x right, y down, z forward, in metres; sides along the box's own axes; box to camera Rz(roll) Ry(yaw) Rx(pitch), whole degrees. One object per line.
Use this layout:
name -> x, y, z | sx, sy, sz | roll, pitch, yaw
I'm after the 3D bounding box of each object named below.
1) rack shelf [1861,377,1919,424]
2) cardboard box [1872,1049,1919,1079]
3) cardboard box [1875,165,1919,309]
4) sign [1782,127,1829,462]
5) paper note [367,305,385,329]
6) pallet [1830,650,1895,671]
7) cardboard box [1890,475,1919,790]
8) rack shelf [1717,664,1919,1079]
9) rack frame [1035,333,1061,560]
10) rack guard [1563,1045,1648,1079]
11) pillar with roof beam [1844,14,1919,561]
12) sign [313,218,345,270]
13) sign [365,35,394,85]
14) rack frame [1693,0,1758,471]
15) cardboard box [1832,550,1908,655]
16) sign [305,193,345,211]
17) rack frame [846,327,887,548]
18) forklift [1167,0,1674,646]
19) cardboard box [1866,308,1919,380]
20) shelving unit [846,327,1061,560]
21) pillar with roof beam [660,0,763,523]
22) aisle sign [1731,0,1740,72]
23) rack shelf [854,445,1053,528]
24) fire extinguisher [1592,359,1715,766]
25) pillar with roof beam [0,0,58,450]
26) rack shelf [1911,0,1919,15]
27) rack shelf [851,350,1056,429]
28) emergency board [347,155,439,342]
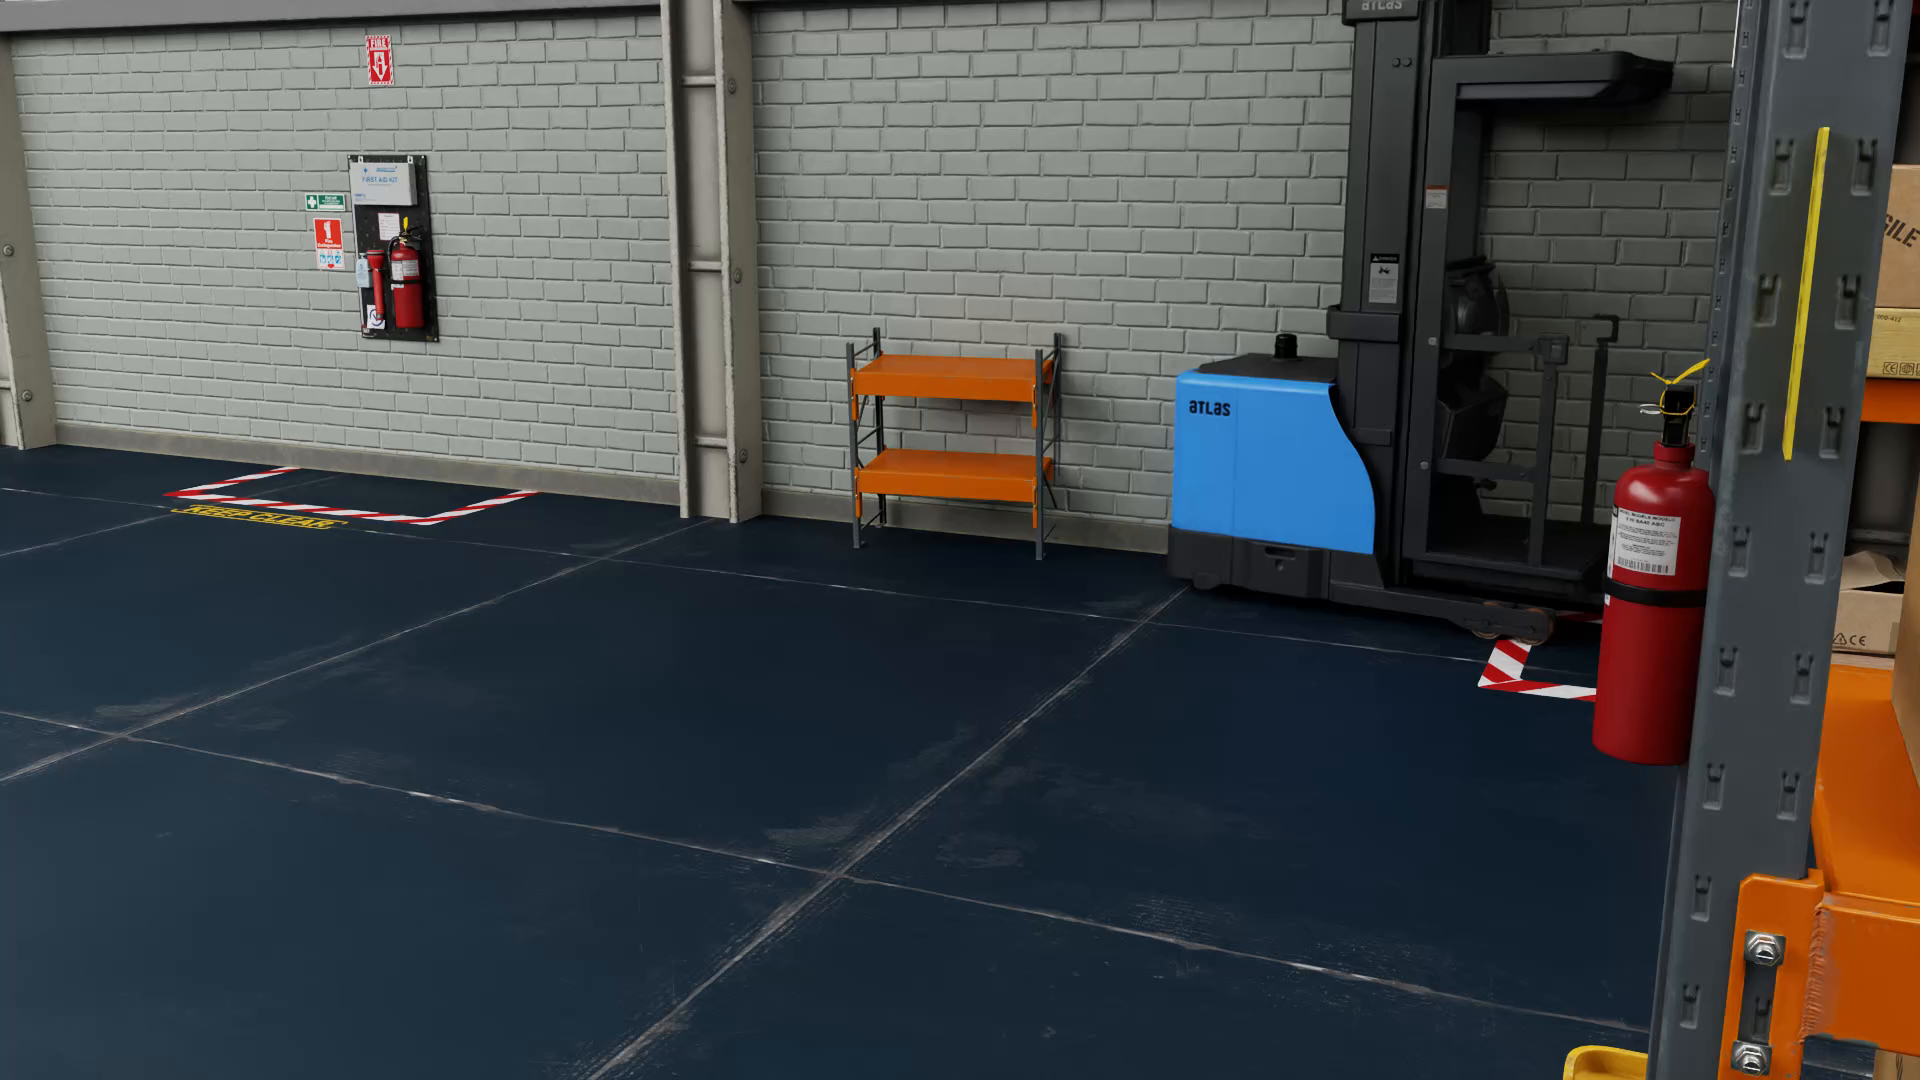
rack shelf -> 4.912, -0.402, 5.977 | 4.000, 0.370, 1.077 | 6, 14, 23
cardboard box -> 1.691, 0.854, 2.507 | 0.500, 0.500, 0.500 | 6, 14, 23
cardboard box -> 3.398, -1.132, 6.157 | 0.500, 0.500, 0.500 | 6, 14, 23
sign -> 0.850, -0.247, 1.673 | 0.005, 0.325, 0.100 | 6, 14, 23
paper note -> -3.790, -1.447, 10.784 | 0.142, 0.148, 0.016 | 6, 14, 23
pallet -> 3.881, 0.510, 6.621 | 1.213, 0.211, 1.003 | 6, 14, 23
cardboard box -> 1.502, 0.095, 2.066 | 0.500, 0.500, 0.700 | 6, 14, 23
rack shelf -> 2.909, 0.633, 1.566 | 4.000, 0.370, 1.077 | 6, 14, 23
rack frame -> 0.472, -0.502, 8.858 | 0.032, 1.125, 0.500 | 4, 18, 15
rack guard -> 1.058, 1.312, 2.568 | 0.348, 0.500, 1.175 | 6, 14, 23
pillar with roof beam -> 2.330, -3.075, 2.660 | 0.400, 9.000, 9.100 | 6, 14, 23
sign -> -4.120, -1.935, 10.858 | 0.234, 0.329, 0.001 | 6, 14, 23
sign -> -3.623, -2.995, 10.379 | 0.199, 0.298, 0.001 | 6, 14, 23
rack frame -> 3.083, -0.937, 6.684 | 0.127, 3.000, 1.000 | 6, 14, 23
cardboard box -> 3.679, 0.240, 6.588 | 0.500, 0.311, 0.500 | 4, 14, 17
sign -> -4.119, -2.191, 10.788 | 0.331, 0.109, 0.001 | 6, 14, 23
rack frame -> -0.509, -0.565, 9.116 | 0.032, 1.125, 0.500 | 4, 18, 15
forklift -> 2.545, -1.100, 7.525 | 3.031, 2.935, 1.130 | 8, 16, 32
cardboard box -> 3.401, -0.763, 6.224 | 0.500, 0.250, 0.500 | 5, 14, 22
shelving unit -> -0.019, -0.533, 8.987 | 1.048, 1.125, 0.538 | 4, 18, 15
pillar with roof beam -> -3.156, -3.630, 5.026 | 0.400, 9.000, 9.100 | 6, 14, 23
aisle sign -> 2.896, -2.147, 6.148 | 0.004, 0.787, 0.394 | 6, 14, 23
rack shelf -> -0.014, -0.300, 9.060 | 1.000, 0.278, 0.538 | 4, 18, 15
fire extinguisher -> 1.160, 0.027, 2.742 | 0.183, 0.674, 0.296 | 6, 14, 23
pillar with roof beam -> -8.642, -4.185, 7.392 | 0.400, 9.000, 9.100 | 6, 14, 23
rack shelf -> 4.912, -1.862, 5.635 | 4.000, 0.370, 1.077 | 6, 14, 23
rack shelf -> -0.024, -0.813, 8.899 | 1.000, 0.278, 0.538 | 4, 18, 15
emergency board -> -3.656, -1.845, 10.552 | 0.643, 1.169, 0.194 | 6, 14, 23
